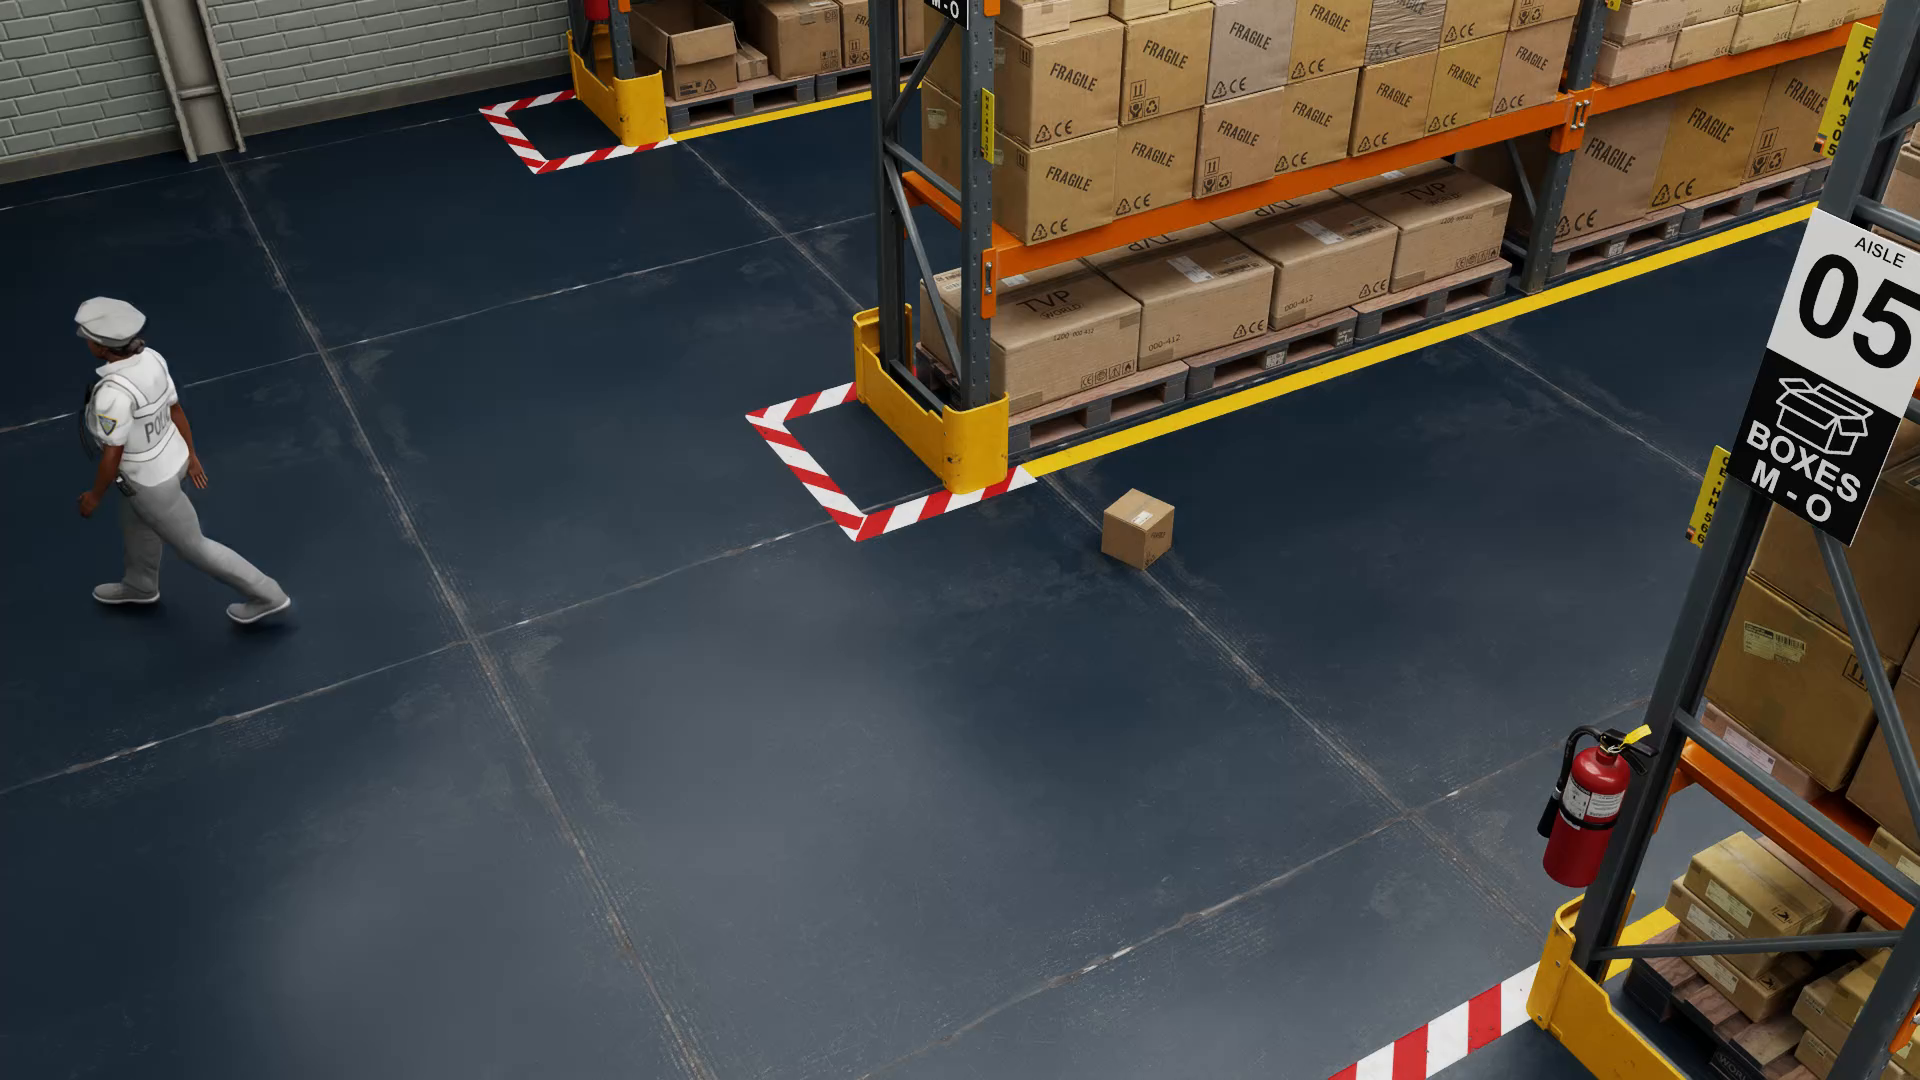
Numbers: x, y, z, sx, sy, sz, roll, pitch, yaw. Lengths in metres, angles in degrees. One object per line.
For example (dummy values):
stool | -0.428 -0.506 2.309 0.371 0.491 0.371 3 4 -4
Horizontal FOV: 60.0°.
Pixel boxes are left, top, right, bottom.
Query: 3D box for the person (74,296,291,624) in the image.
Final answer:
person | -3.605 -0.308 7.307 0.962 1.637 0.454 -1 37 -2
